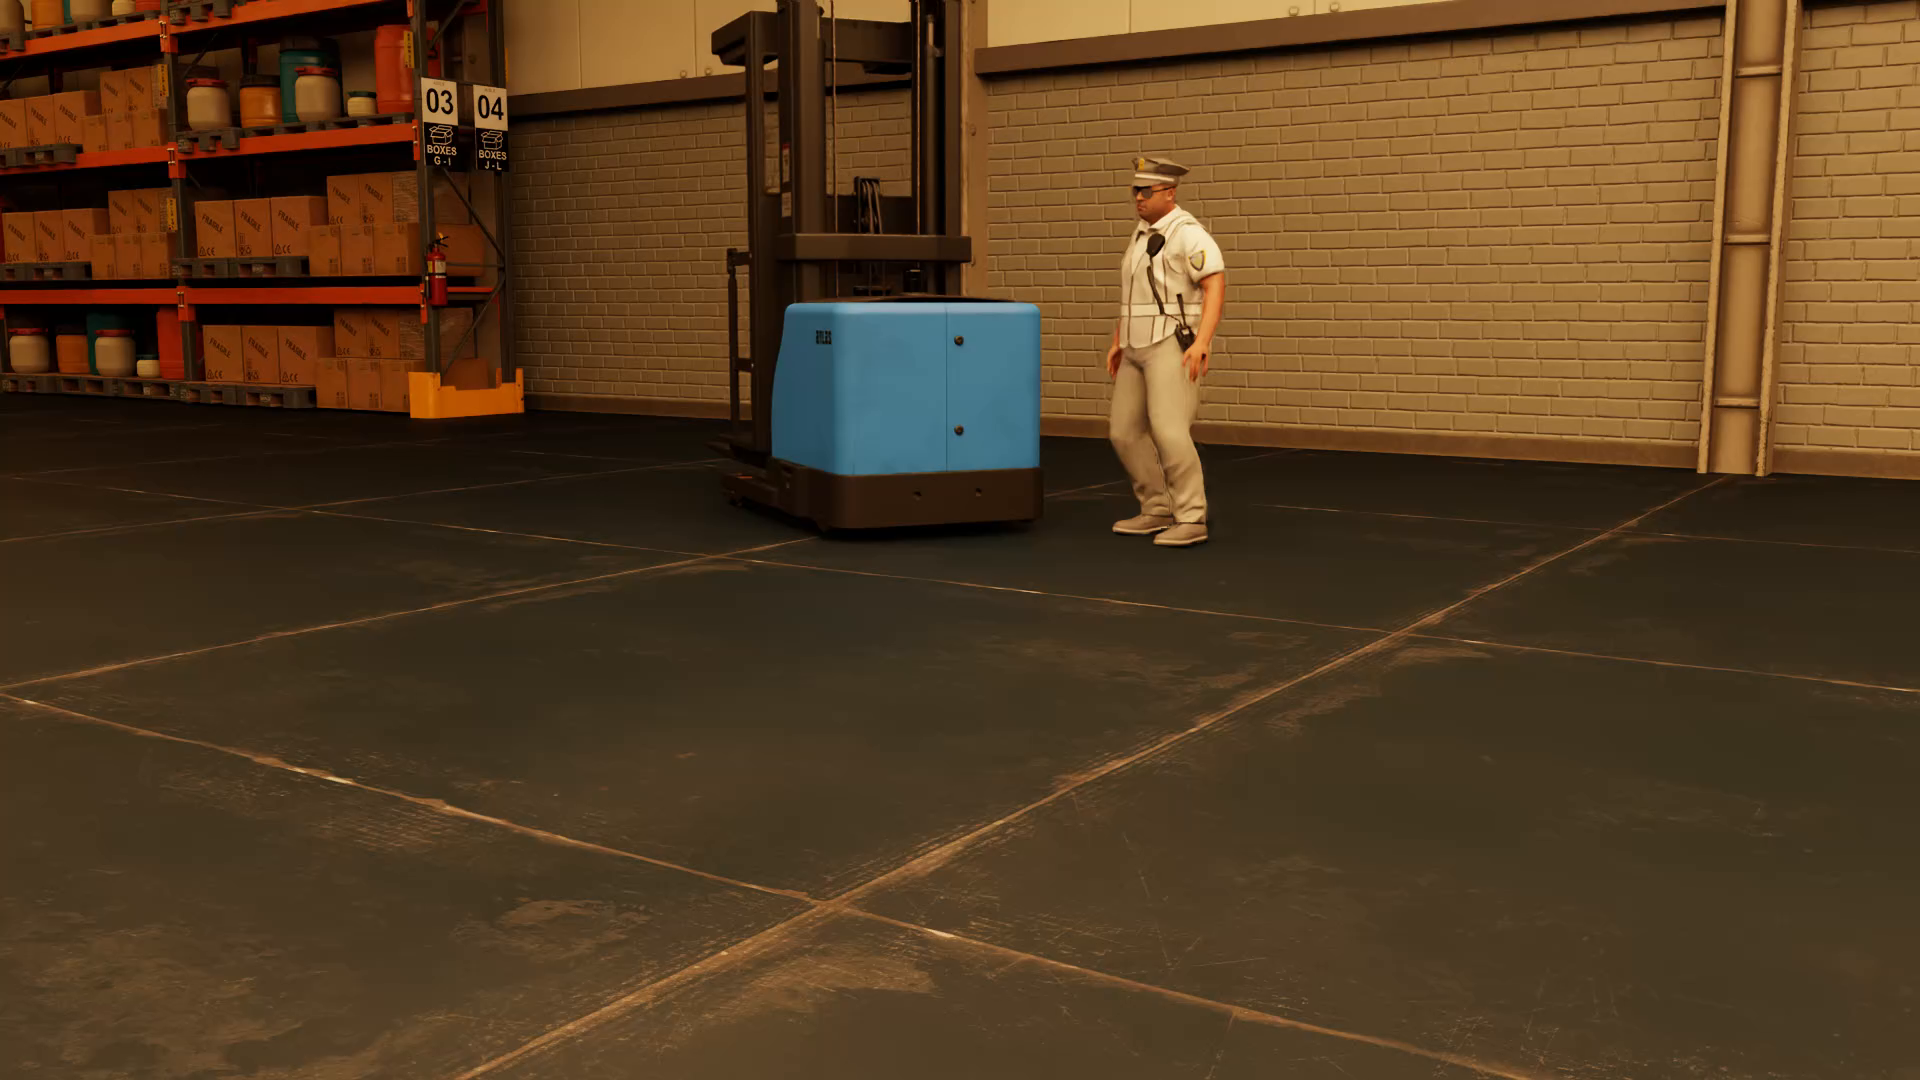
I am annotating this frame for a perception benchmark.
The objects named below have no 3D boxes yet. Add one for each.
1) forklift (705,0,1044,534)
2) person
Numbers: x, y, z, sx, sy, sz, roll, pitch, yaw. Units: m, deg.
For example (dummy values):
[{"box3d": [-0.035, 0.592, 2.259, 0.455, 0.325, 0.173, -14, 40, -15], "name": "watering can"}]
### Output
[{"box3d": [-0.654, -1.649, 8.791, 1.130, 2.935, 3.031, -3, 9, -23], "name": "forklift"}, {"box3d": [0.911, -0.866, 7.595, 0.427, 1.718, 0.796, -4, 9, -27], "name": "person"}]
